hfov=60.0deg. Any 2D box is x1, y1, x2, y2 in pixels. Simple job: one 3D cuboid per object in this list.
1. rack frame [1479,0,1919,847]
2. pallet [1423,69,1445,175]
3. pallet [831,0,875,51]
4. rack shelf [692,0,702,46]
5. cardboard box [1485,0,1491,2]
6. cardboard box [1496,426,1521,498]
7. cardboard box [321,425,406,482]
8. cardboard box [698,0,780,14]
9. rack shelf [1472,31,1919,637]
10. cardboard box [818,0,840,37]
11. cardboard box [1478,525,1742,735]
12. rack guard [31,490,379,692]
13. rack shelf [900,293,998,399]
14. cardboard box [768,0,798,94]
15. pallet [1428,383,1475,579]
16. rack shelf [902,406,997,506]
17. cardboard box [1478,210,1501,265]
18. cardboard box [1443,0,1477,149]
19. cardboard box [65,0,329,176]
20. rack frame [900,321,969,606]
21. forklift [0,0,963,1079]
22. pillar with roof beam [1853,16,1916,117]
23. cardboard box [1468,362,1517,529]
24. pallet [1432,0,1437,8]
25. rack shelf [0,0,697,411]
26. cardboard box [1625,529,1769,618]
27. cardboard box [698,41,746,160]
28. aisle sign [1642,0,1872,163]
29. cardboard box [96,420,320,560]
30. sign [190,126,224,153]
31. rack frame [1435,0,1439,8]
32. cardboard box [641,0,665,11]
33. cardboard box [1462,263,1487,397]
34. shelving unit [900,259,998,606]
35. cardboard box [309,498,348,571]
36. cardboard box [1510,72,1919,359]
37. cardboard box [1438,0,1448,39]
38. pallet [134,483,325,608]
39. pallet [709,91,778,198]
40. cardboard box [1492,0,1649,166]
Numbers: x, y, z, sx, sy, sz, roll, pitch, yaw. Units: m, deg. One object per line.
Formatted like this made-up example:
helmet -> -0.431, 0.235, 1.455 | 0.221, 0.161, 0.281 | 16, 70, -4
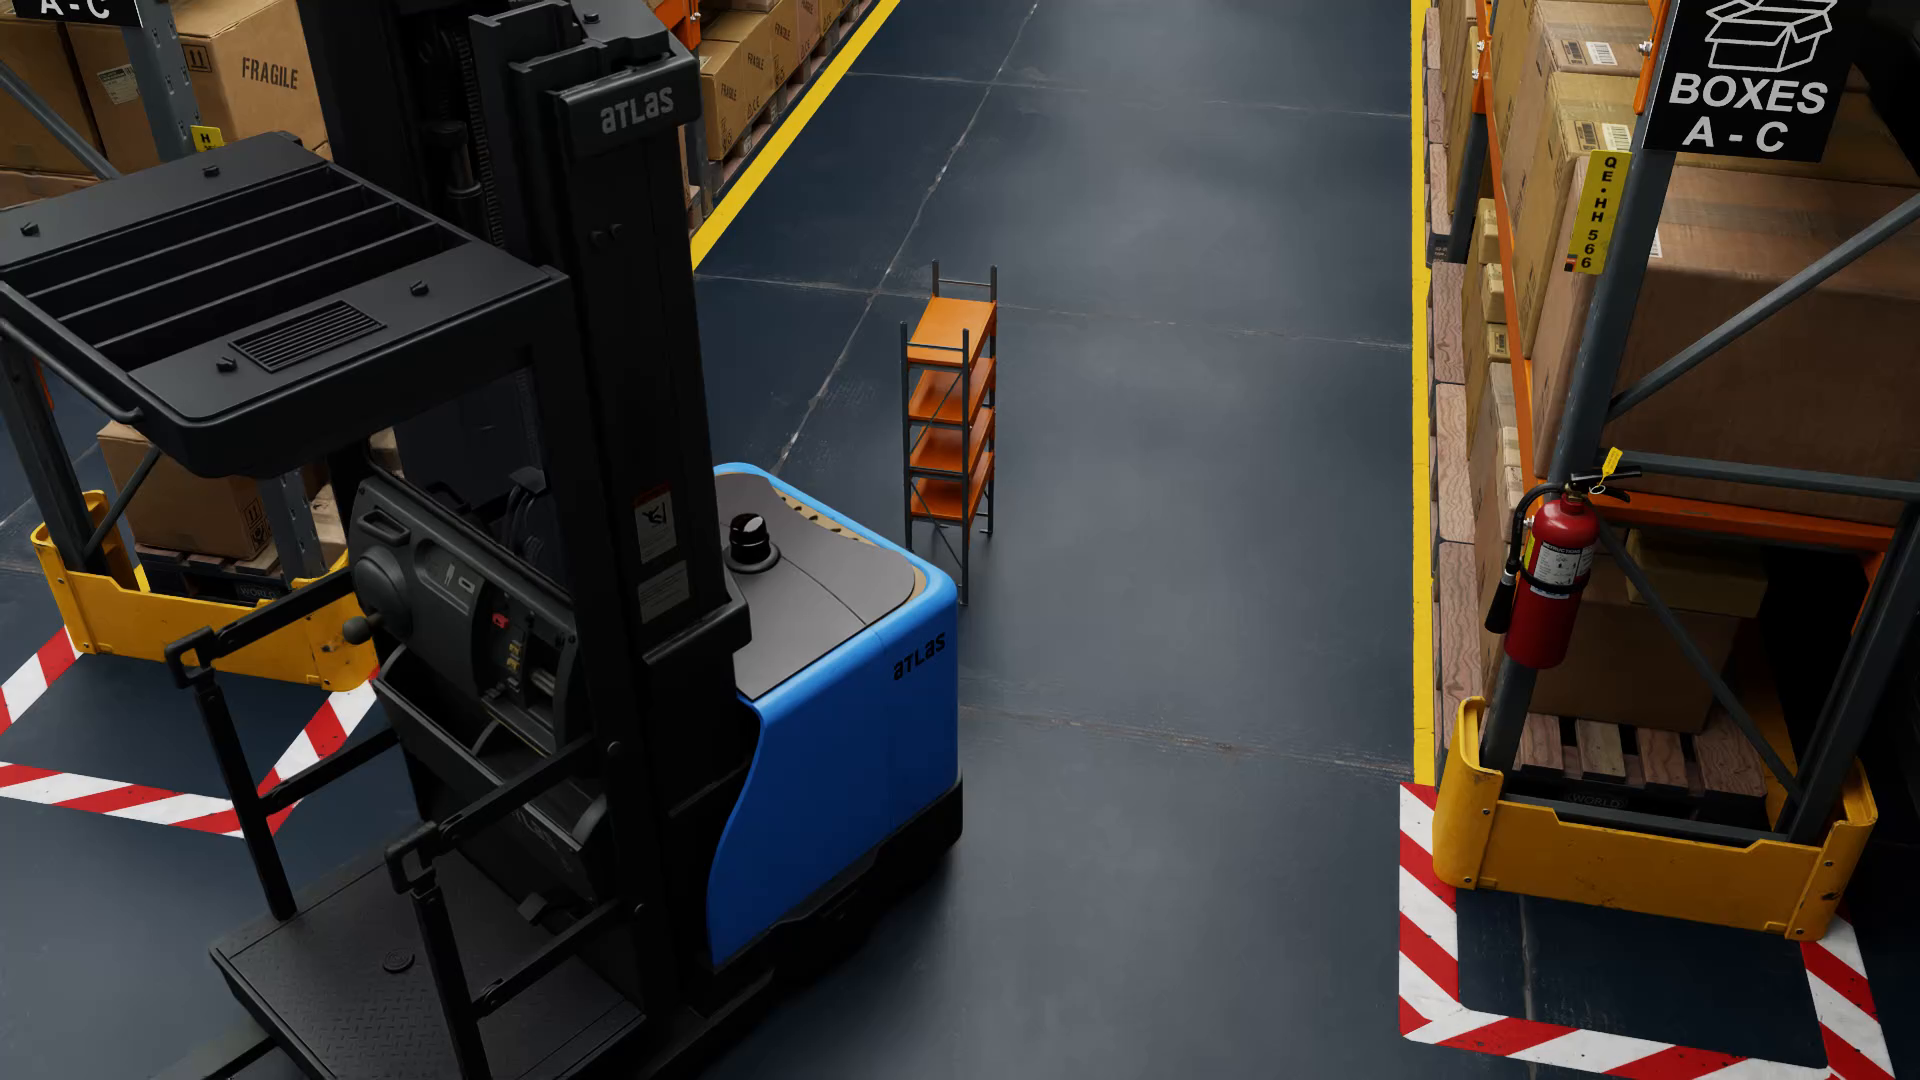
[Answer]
rack frame -> 2.109, -0.168, 4.426 | 1.000, 3.000, 0.127 | 7, 37, 10
pallet -> 3.313, -2.486, 10.000 | 1.003, 0.211, 1.213 | 7, 37, 10
pallet -> -1.218, -3.821, 11.842 | 1.003, 0.211, 1.213 | 7, 37, 10
rack shelf -> -1.449, -3.936, 10.237 | 1.077, 0.370, 4.000 | 7, 37, 10
cardboard box -> 2.790, -2.745, 8.178 | 0.380, 0.149, 0.250 | 8, 37, 11
cardboard box -> 2.065, -0.246, 5.753 | 0.380, 0.149, 0.250 | 8, 37, 11
cardboard box -> -2.231, -0.415, 6.734 | 0.500, 0.250, 0.500 | 7, 37, 10
cardboard box -> -1.321, -3.370, 9.960 | 0.500, 0.250, 0.500 | 7, 37, 10
rack shelf -> 2.537, -1.024, 6.219 | 1.077, 0.370, 4.000 | 7, 37, 10
cardboard box -> -1.103, -3.677, 11.023 | 0.500, 0.500, 0.500 | 6, 36, 8
cardboard box -> 2.161, 0.260, 5.608 | 0.700, 0.500, 0.500 | 7, 37, 10
rack guard -> -2.714, 0.181, 6.074 | 1.175, 0.500, 0.348 | 7, 37, 10
rack shelf -> -0.035, -0.709, 6.036 | 0.258, 0.148, 0.480 | 7, 37, 10
cardboard box -> -1.318, -3.086, 10.207 | 0.500, 0.500, 0.500 | 8, 37, 11
pallet -> 2.467, -0.205, 6.853 | 1.003, 0.211, 1.213 | 7, 37, 10
rack shelf -> -0.035, -0.336, 6.306 | 0.258, 0.148, 0.480 | 7, 37, 10
cardboard box -> 2.453, -1.293, 7.197 | 0.380, 0.149, 0.250 | 8, 37, 12
cardboard box -> 3.163, -2.660, 9.338 | 0.750, 0.750, 0.750 | 8, 37, 11
cardboard box -> -2.378, -1.454, 5.263 | 0.500, 0.500, 0.500 | 8, 37, 11
rack frame -> -0.087, -0.251, 6.074 | 0.240, 1.200, 0.015 | 7, 37, 10
forklift -> -1.360, 0.238, 3.924 | 1.130, 2.935, 3.031 | 28, 45, 33
pillar with roof beam -> -0.546, -4.921, 5.871 | 9.100, 9.000, 0.400 | 7, 37, 10
cardboard box -> 2.375, -0.315, 6.401 | 0.700, 0.500, 0.500 | 6, 36, 8
pallet -> 3.987, -4.074, 12.191 | 1.003, 0.211, 1.213 | 7, 37, 10
rack shelf -> -2.304, -1.642, 7.073 | 1.077, 0.370, 4.000 | 7, 37, 10
cardboard box -> 2.330, 0.094, 5.284 | 0.380, 0.149, 0.250 | 8, 37, 10
cardboard box -> -1.535, -2.493, 9.389 | 0.500, 0.500, 0.500 | 6, 36, 8
aisle sign -> 1.801, -1.217, 3.658 | 0.394, 0.787, 0.004 | 7, 37, 10
cardboard box -> -2.855, -0.296, 6.357 | 0.500, 0.500, 0.500 | 7, 37, 10
sign -> -2.201, -1.070, 4.932 | 0.100, 0.325, 0.005 | 7, 37, 10
rack frame -> 3.818, -4.755, 10.754 | 1.000, 3.000, 0.127 | 7, 37, 10
cardboard box -> -1.732, -2.802, 7.975 | 0.500, 0.500, 0.500 | 8, 37, 11
cardboard box -> 2.593, -0.916, 7.230 | 0.700, 0.500, 0.500 | 7, 37, 9
shelving unit -> -0.035, -0.391, 6.267 | 0.258, 1.200, 0.503 | 7, 37, 10
cardboard box -> -2.306, -0.008, 6.259 | 0.380, 0.149, 0.250 | 7, 37, 10
cardboard box -> 2.353, -1.002, 5.321 | 0.980, 0.700, 0.700 | 7, 37, 10
cardboard box -> 3.533, -3.649, 10.703 | 0.750, 0.750, 0.750 | 7, 36, 9
pallet -> -2.545, -0.159, 6.789 | 1.003, 0.211, 1.213 | 7, 37, 10
pallet -> -1.740, -2.422, 9.912 | 1.003, 0.211, 1.213 | 7, 37, 10
cardboard box -> 2.671, -1.856, 6.500 | 0.980, 0.700, 0.700 | 6, 36, 9
